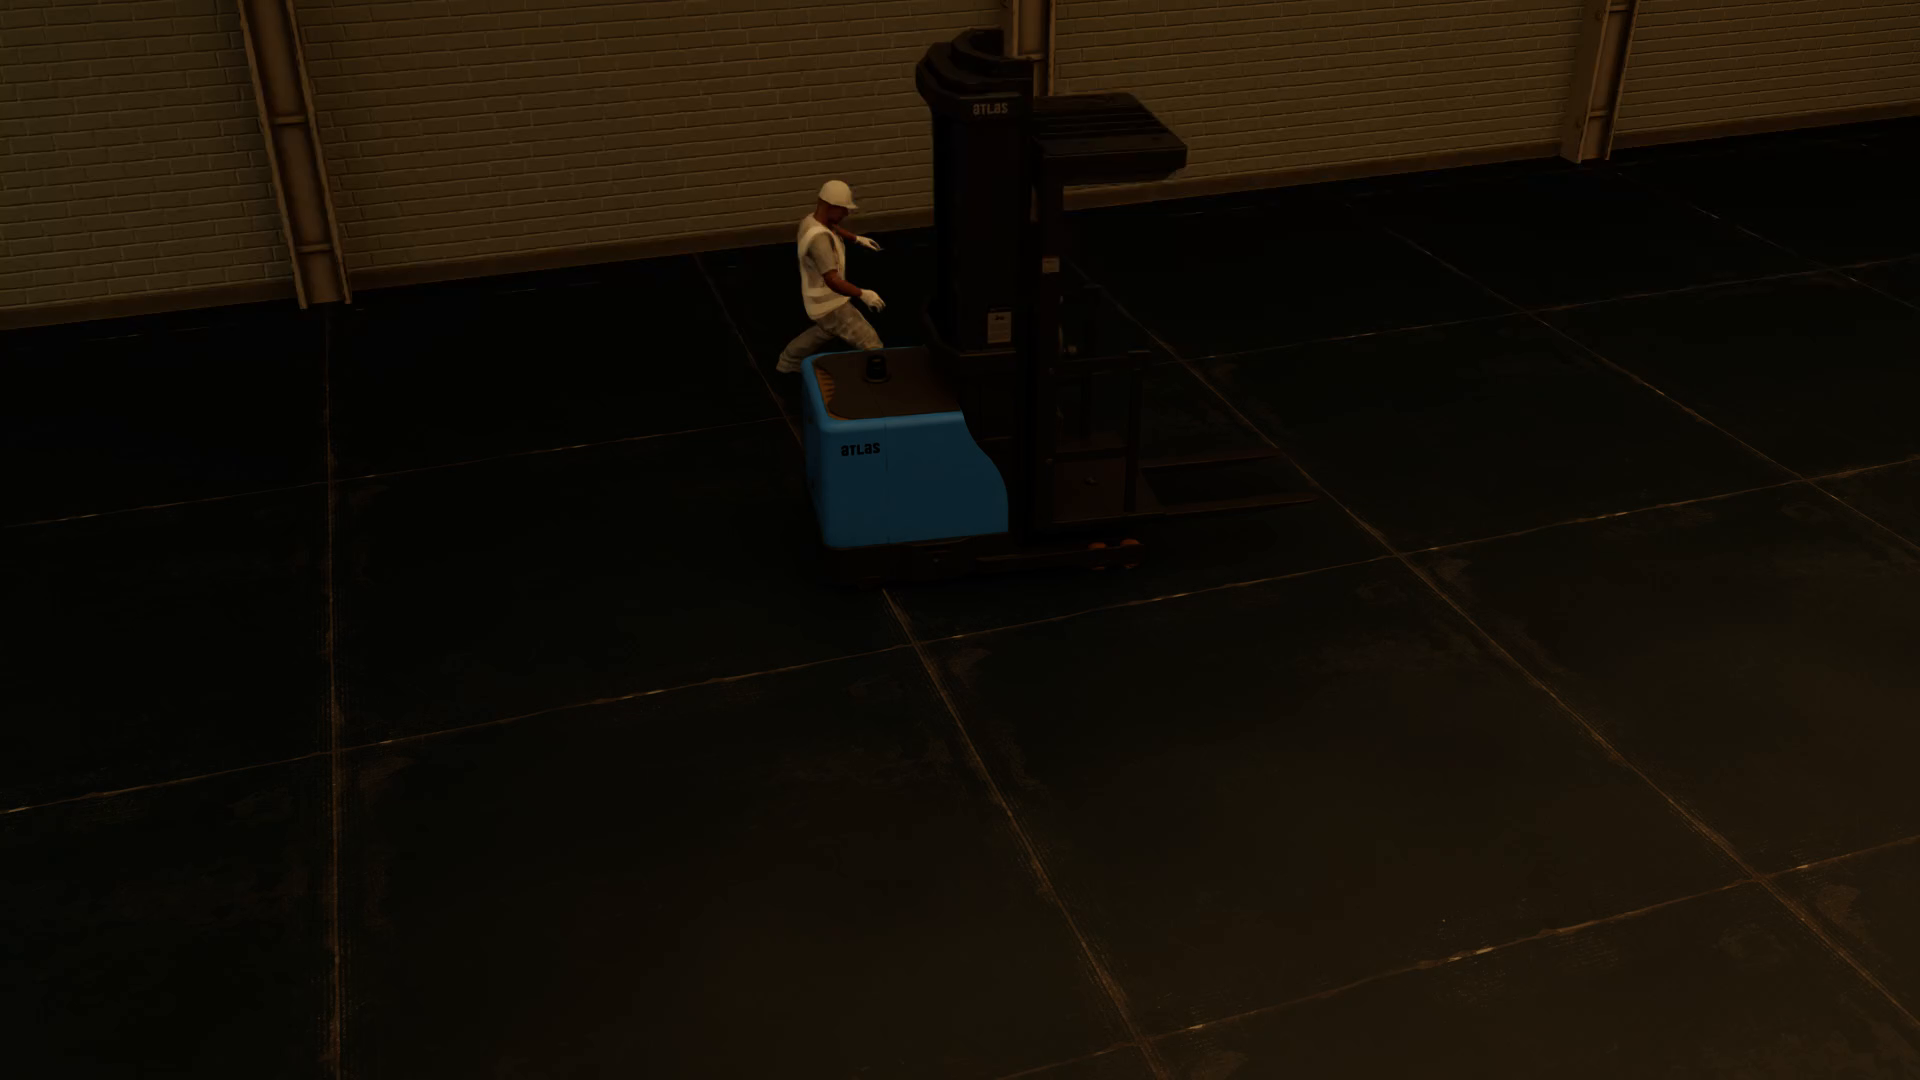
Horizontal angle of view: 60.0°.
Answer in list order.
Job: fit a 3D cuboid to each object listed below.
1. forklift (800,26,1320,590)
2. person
[{"bbox_3d":[0.620,-1.342,9.420,3.031,2.935,1.130,-6,30,-10],"label":"forklift"},{"bbox_3d":[-0.777,-1.712,11.427,1.010,1.585,1.162,-4,30,-7],"label":"person"}]
